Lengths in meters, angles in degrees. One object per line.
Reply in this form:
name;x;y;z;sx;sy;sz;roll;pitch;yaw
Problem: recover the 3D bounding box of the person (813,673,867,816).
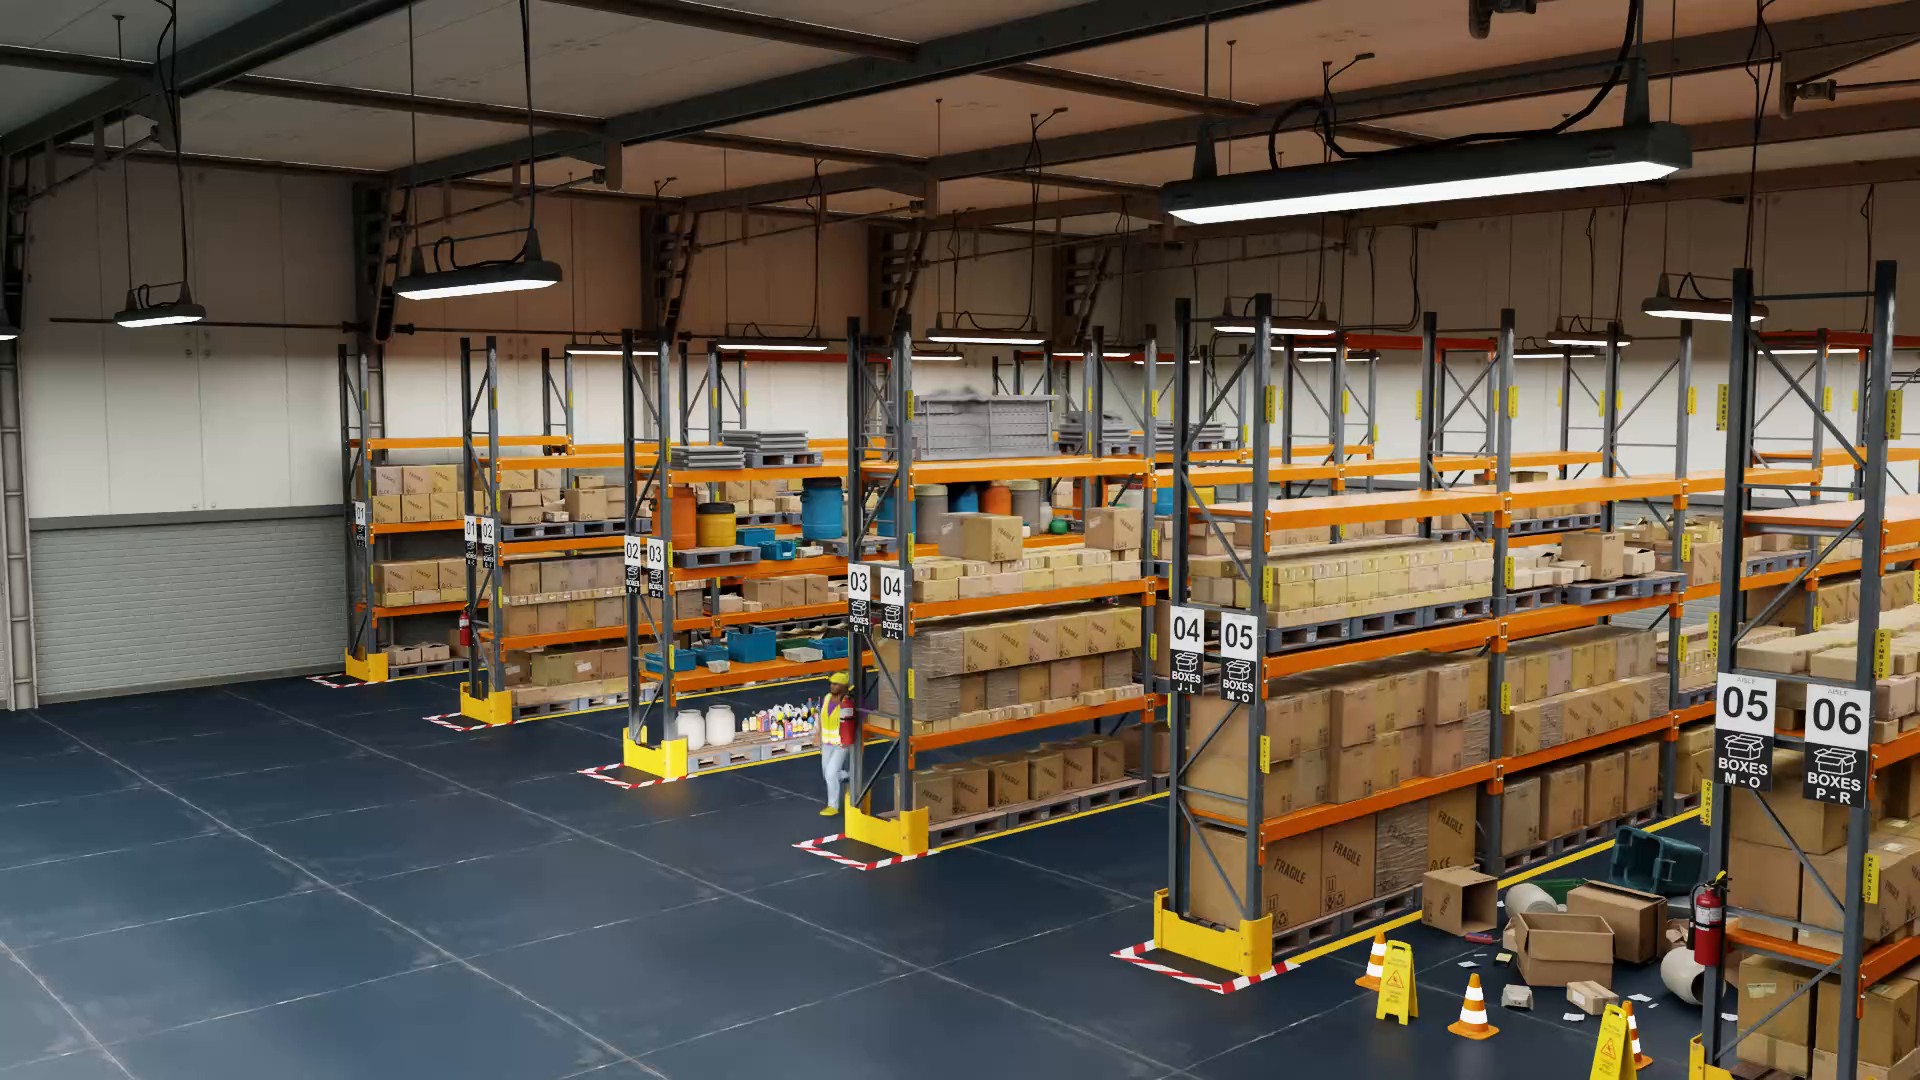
person;-1.470;2.482;20.415;0.710;1.730;0.755;4;6;36
